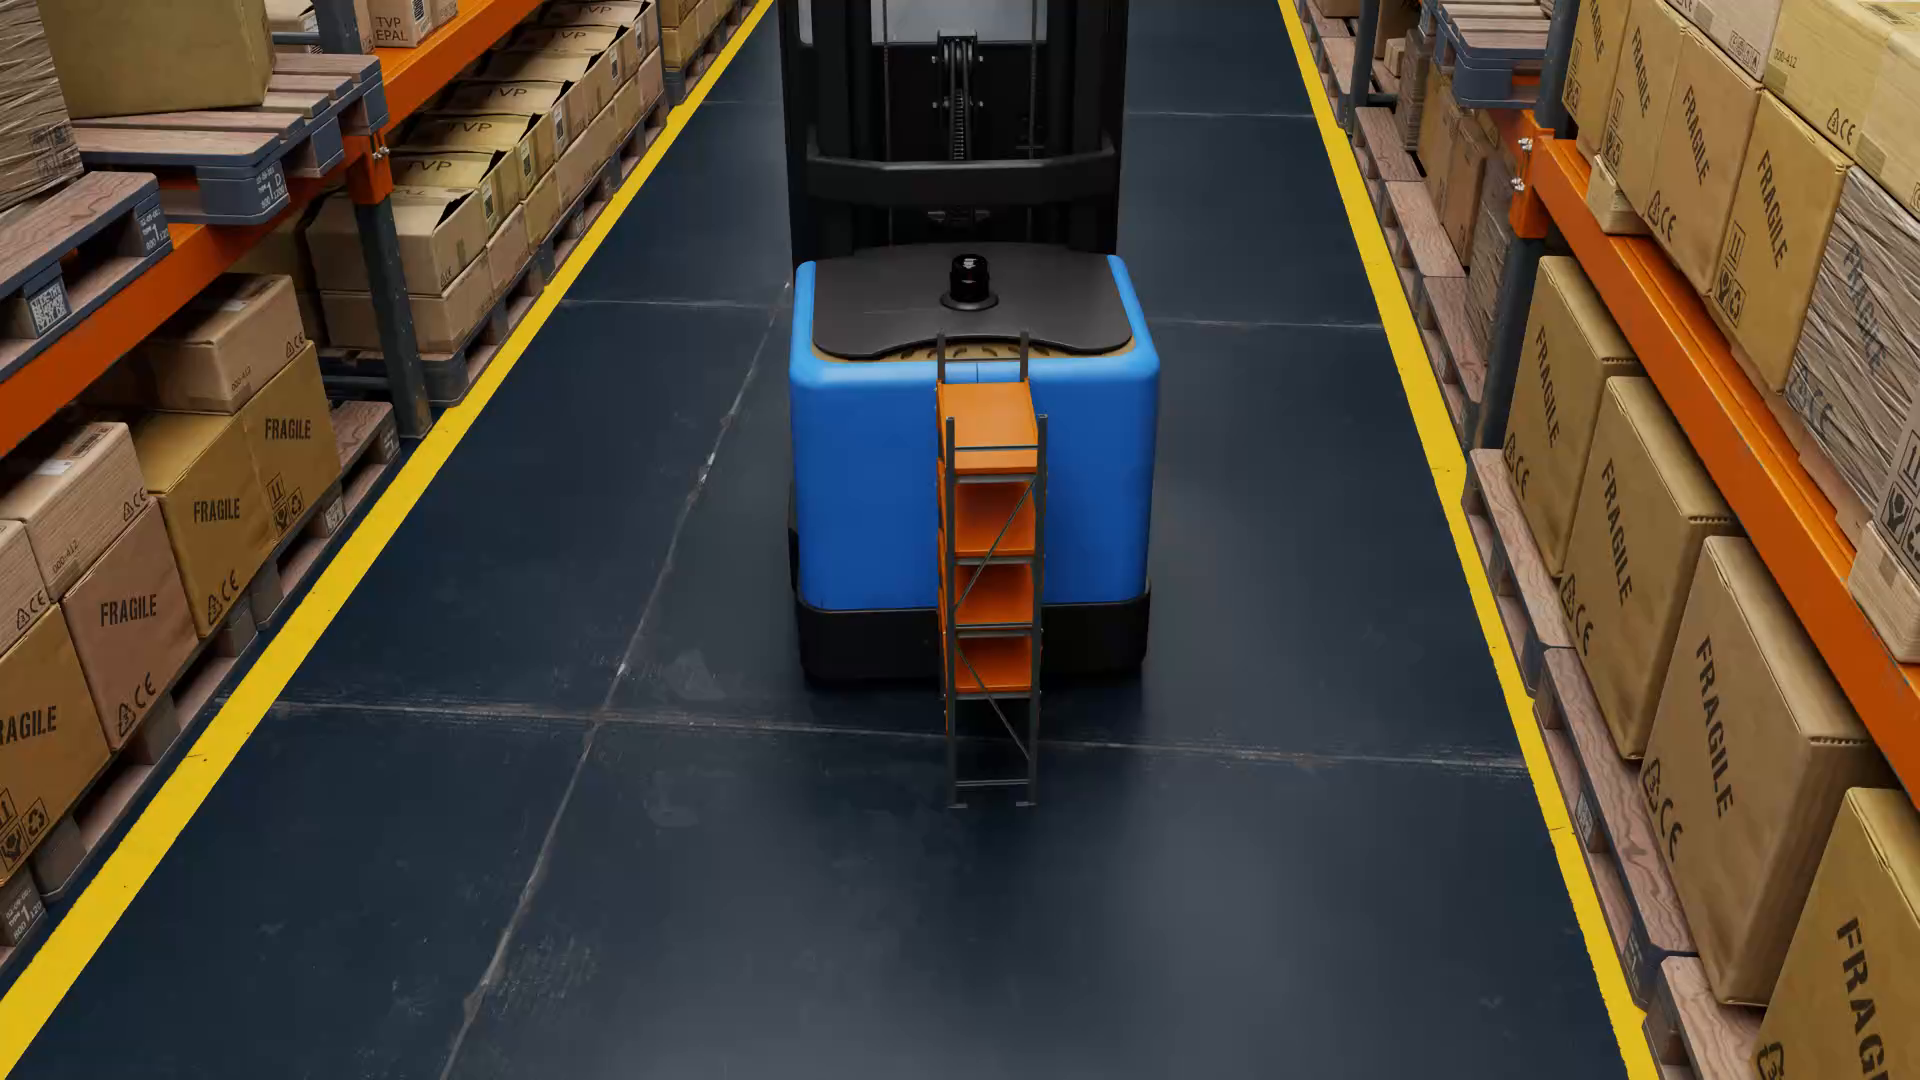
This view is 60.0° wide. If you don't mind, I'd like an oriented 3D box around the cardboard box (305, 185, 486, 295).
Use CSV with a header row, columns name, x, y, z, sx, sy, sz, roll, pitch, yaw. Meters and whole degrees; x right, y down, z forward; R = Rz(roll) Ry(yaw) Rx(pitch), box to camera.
name,x,y,z,sx,sy,sz,roll,pitch,yaw
cardboard box,-2.215,-1.215,6.548,0.500,0.311,0.500,3,32,6

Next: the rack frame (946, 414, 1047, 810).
name,x,y,z,sx,sy,sz,roll,pitch,yaw
rack frame,0.087,0.220,4.249,0.240,1.200,0.015,-2,32,-3

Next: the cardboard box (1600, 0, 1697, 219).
name,x,y,z,sx,sy,sz,roll,pitch,yaw
cardboard box,2.041,-1.158,4.372,0.500,0.500,0.500,3,32,6

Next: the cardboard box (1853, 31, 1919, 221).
name,x,y,z,sx,sy,sz,roll,pitch,yaw
cardboard box,1.938,-0.691,2.900,0.500,0.250,0.500,3,32,5

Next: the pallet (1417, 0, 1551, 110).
name,x,y,z,sx,sy,sz,roll,pitch,yaw
pallet,2.339,-1.793,5.982,1.213,0.211,1.003,2,32,4

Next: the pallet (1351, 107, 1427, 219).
name,x,y,z,sx,sy,sz,roll,pitch,yaw
pallet,2.651,-1.994,8.785,1.003,0.211,1.213,2,32,4

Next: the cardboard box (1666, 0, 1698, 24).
name,x,y,z,sx,sy,sz,roll,pitch,yaw
cardboard box,2.050,-1.487,4.190,0.500,0.250,0.500,2,32,3

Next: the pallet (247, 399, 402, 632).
name,x,y,z,sx,sy,sz,roll,pitch,yaw
pallet,-2.649,-0.131,5.761,1.003,0.211,1.213,2,32,4

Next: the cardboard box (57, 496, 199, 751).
name,x,y,z,sx,sy,sz,roll,pitch,yaw
cardboard box,-2.471,0.215,4.506,0.500,0.500,0.500,1,32,2

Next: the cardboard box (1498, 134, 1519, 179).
name,x,y,z,sx,sy,sz,roll,pitch,yaw
cardboard box,2.503,-1.614,6.758,0.500,0.250,0.500,3,32,5

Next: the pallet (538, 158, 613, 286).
name,x,y,z,sx,sy,sz,roll,pitch,yaw
pallet,-2.342,-1.585,8.120,1.003,0.211,1.213,2,32,4

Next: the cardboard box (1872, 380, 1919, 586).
name,x,y,z,sx,sy,sz,roll,pitch,yaw
cardboard box,1.880,-0.102,2.659,0.500,0.500,0.500,3,32,4

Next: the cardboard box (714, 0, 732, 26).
name,x,y,z,sx,sy,sz,roll,pitch,yaw
cardboard box,-1.793,-3.558,10.886,0.500,0.250,0.500,2,32,4

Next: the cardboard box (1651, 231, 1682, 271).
name,x,y,z,sx,sy,sz,roll,pitch,yaw
cardboard box,2.097,-0.833,4.463,0.380,0.149,0.250,2,32,3

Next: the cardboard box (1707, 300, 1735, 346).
name,x,y,z,sx,sy,sz,roll,pitch,yaw
cardboard box,2.053,-0.562,4.024,0.380,0.149,0.250,3,32,5

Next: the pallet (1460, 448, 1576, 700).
name,x,y,z,sx,sy,sz,roll,pitch,yaw
pallet,2.248,0.099,5.388,1.003,0.211,1.213,2,32,4

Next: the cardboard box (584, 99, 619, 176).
name,x,y,z,sx,sy,sz,roll,pitch,yaw
cardboard box,-2.054,-2.045,8.430,0.500,0.250,0.500,3,32,5

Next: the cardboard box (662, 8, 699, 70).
name,x,y,z,sx,sy,sz,roll,pitch,yaw
cardboard box,-1.885,-3.036,10.038,0.500,0.250,0.500,2,32,4

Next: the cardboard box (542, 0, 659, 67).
name,x,y,z,sx,sy,sz,roll,pitch,yaw
cardboard box,-1.972,-2.821,9.155,0.500,0.311,0.500,2,32,4

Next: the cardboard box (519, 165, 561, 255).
name,x,y,z,sx,sy,sz,roll,pitch,yaw
cardboard box,-2.138,-1.511,7.564,0.500,0.250,0.500,2,32,3

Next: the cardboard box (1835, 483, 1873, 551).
name,x,y,z,sx,sy,sz,roll,pitch,yaw
cardboard box,1.919,-0.028,3.157,0.380,0.149,0.250,2,32,4

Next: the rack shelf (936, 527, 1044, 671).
name,x,y,z,sx,sy,sz,roll,pitch,yaw
rack shelf,0.073,0.149,4.492,0.258,0.148,0.480,-2,32,-3

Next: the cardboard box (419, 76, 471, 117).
name,x,y,z,sx,sy,sz,roll,pitch,yaw
cardboard box,-2.630,-2.036,7.880,0.500,0.311,0.500,3,32,5

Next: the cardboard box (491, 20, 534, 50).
name,x,y,z,sx,sy,sz,roll,pitch,yaw
cardboard box,-2.552,-2.578,8.761,0.500,0.311,0.500,2,32,3

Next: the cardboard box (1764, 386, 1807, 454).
name,x,y,z,sx,sy,sz,roll,pitch,yaw
cardboard box,1.987,-0.297,3.593,0.380,0.149,0.250,3,32,6

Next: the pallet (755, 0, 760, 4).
name,x,y,z,sx,sy,sz,roll,pitch,yaw
pallet,-1.919,-4.301,12.528,1.003,0.211,1.213,2,32,4

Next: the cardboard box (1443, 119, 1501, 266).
name,x,y,z,sx,sy,sz,roll,pitch,yaw
cardboard box,2.564,-1.524,7.328,0.700,0.500,0.500,2,32,4

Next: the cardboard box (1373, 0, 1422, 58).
name,x,y,z,sx,sy,sz,roll,pitch,yaw
cardboard box,2.758,-3.256,10.138,0.500,0.500,0.500,0,32,0

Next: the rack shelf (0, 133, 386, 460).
name,x,y,z,sx,sy,sz,roll,pitch,yaw
rack shelf,-2.713,-0.355,4.152,1.077,0.370,4.000,2,32,4

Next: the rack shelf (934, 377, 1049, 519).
name,x,y,z,sx,sy,sz,roll,pitch,yaw
rack shelf,0.073,-0.242,4.251,0.258,0.148,0.480,-2,32,-3

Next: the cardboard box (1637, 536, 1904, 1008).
name,x,y,z,sx,sy,sz,roll,pitch,yaw
cardboard box,2.054,0.521,3.695,0.750,0.750,0.750,3,32,5

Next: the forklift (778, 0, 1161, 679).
name,x,y,z,sx,sy,sz,roll,pitch,yaw
forklift,-0.034,-1.577,5.516,1.130,2.935,3.031,-2,32,-3

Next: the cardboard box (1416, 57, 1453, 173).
name,x,y,z,sx,sy,sz,roll,pitch,yaw
cardboard box,2.678,-2.054,8.187,0.700,0.500,0.500,2,32,3

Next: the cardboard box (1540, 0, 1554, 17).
name,x,y,z,sx,sy,sz,roll,pitch,yaw
cardboard box,2.416,-1.973,5.578,0.700,0.500,0.500,-1,32,-2

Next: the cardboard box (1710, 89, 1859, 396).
name,x,y,z,sx,sy,sz,roll,pitch,yaw
cardboard box,1.965,-0.626,3.509,0.500,0.500,0.500,3,32,5

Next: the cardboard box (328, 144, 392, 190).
name,x,y,z,sx,sy,sz,roll,pitch,yaw
cardboard box,-2.717,-1.510,7.027,0.500,0.311,0.500,2,32,3

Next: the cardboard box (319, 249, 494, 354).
name,x,y,z,sx,sy,sz,roll,pitch,yaw
cardboard box,-2.215,-0.976,6.696,0.500,0.250,0.500,2,32,4

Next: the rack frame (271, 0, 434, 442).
name,x,y,z,sx,sy,sz,roll,pitch,yaw
rack frame,-2.550,-1.707,5.660,1.000,3.000,0.127,2,32,4

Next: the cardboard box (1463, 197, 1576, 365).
name,x,y,z,sx,sy,sz,roll,pitch,yaw
cardboard box,2.394,-0.999,6.475,0.700,0.500,0.500,3,32,5

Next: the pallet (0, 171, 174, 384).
name,x,y,z,sx,sy,sz,roll,pitch,yaw
pallet,-2.704,-0.608,4.060,1.003,0.211,1.213,2,32,4

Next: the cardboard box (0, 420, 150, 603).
name,x,y,z,sx,sy,sz,roll,pitch,yaw
cardboard box,-2.472,-0.085,4.278,0.500,0.250,0.500,2,32,3

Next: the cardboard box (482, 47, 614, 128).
name,x,y,z,sx,sy,sz,roll,pitch,yaw
cardboard box,-2.051,-2.288,8.290,0.500,0.311,0.500,2,32,4

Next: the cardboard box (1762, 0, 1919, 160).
name,x,y,z,sx,sy,sz,roll,pitch,yaw
cardboard box,1.978,-0.958,3.332,0.500,0.250,0.500,2,32,3

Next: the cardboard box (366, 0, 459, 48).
name,x,y,z,sx,sy,sz,roll,pitch,yaw
cardboard box,-2.284,-2.128,6.429,0.500,0.311,0.500,2,32,3

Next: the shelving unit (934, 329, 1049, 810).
name,x,y,z,sx,sy,sz,roll,pitch,yaw
shelving unit,0.073,0.092,4.457,0.258,1.200,0.503,-2,32,-3

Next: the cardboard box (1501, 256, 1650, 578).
name,x,y,z,sx,sy,sz,roll,pitch,yaw
cardboard box,2.197,-0.382,5.159,0.750,0.750,0.750,2,32,3

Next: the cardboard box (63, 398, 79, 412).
name,x,y,z,sx,sy,sz,roll,pitch,yaw
cardboard box,-2.909,-0.330,5.390,0.500,0.500,0.500,1,32,2

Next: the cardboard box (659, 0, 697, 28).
name,x,y,z,sx,sy,sz,roll,pitch,yaw
cardboard box,-1.875,-3.355,9.841,0.500,0.500,0.500,2,32,4

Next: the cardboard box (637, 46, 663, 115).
name,x,y,z,sx,sy,sz,roll,pitch,yaw
cardboard box,-1.969,-2.577,9.294,0.500,0.250,0.500,2,32,4

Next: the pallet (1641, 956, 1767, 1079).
name,x,y,z,sx,sy,sz,roll,pitch,yaw
pallet,2.049,1.375,3.318,1.003,0.211,1.213,2,32,4

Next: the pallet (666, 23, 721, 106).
name,x,y,z,sx,sy,sz,roll,pitch,yaw
pallet,-2.118,-3.025,10.458,1.003,0.211,1.213,2,32,4

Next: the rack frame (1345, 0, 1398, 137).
name,x,y,z,sx,sy,sz,roll,pitch,yaw
rack frame,2.713,-3.589,8.714,1.000,3.000,0.127,2,32,4

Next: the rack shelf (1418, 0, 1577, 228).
name,x,y,z,sx,sy,sz,roll,pitch,yaw
rack shelf,2.550,-2.237,7.206,1.077,0.370,4.000,2,32,4

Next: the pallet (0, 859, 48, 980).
name,x,y,z,sx,sy,sz,roll,pitch,yaw
pallet,-2.847,1.145,3.691,1.003,0.211,1.213,2,32,4

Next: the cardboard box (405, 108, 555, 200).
name,x,y,z,sx,sy,sz,roll,pitch,yaw
cardboard box,-2.137,-1.757,7.427,0.500,0.311,0.500,2,32,3

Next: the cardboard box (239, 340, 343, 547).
name,x,y,z,sx,sy,sz,roll,pitch,yaw
cardboard box,-2.392,-0.331,5.391,0.500,0.500,0.500,4,32,6

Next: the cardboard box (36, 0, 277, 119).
name,x,y,z,sx,sy,sz,roll,pitch,yaw
cardboard box,-2.489,-1.594,4.982,0.700,0.500,0.500,-8,33,-13
